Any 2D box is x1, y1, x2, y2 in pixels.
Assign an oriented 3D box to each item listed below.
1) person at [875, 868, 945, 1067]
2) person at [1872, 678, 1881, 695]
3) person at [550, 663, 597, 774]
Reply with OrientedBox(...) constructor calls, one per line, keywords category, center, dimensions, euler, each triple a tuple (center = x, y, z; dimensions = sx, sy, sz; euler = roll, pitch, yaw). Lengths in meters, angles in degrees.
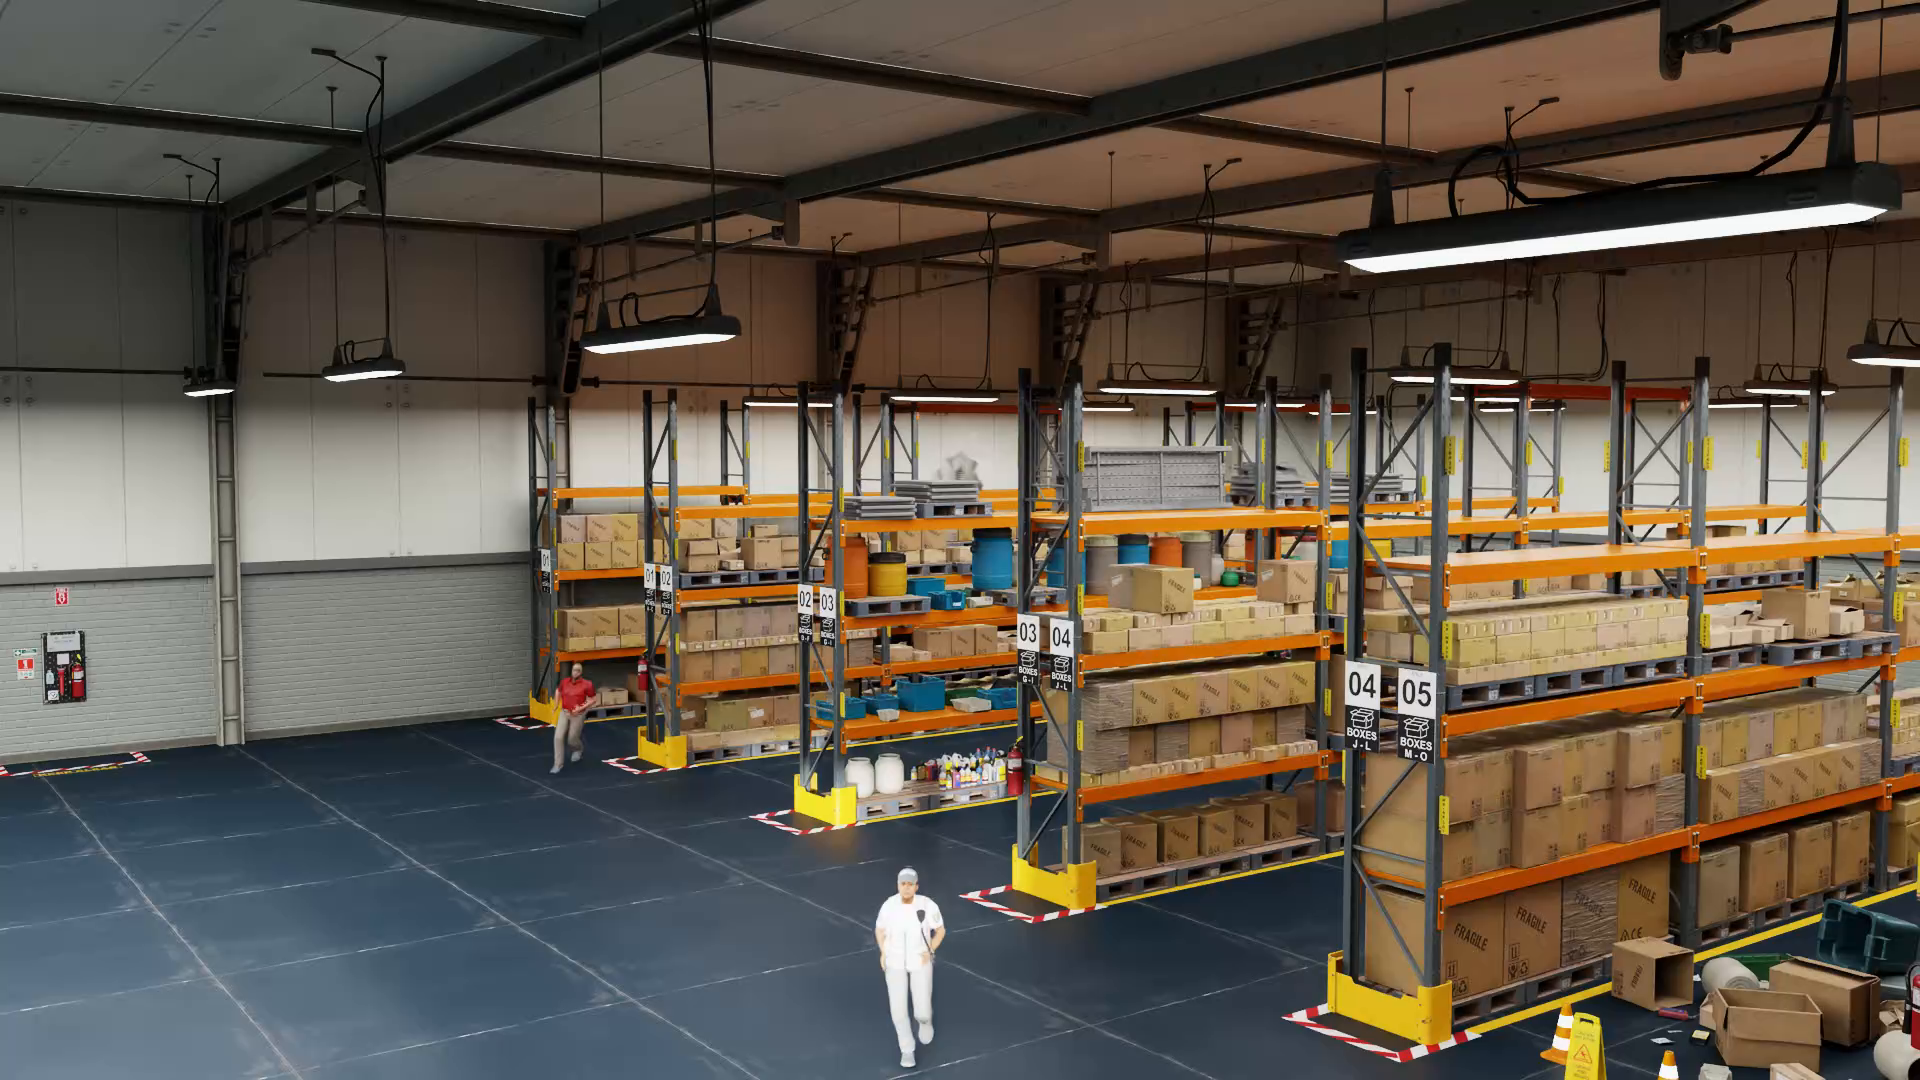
OrientedBox(category="person", center=(-0.424, 3.531, 13.890), dimensions=(0.594, 1.619, 0.556), euler=(0, 3, 6))
OrientedBox(category="person", center=(13.280, 2.857, 23.861), dimensions=(0.883, 1.786, 0.675), euler=(-1, 4, -24))
OrientedBox(category="person", center=(-6.083, 2.795, 26.220), dimensions=(0.707, 1.716, 0.759), euler=(1, 3, 9))
